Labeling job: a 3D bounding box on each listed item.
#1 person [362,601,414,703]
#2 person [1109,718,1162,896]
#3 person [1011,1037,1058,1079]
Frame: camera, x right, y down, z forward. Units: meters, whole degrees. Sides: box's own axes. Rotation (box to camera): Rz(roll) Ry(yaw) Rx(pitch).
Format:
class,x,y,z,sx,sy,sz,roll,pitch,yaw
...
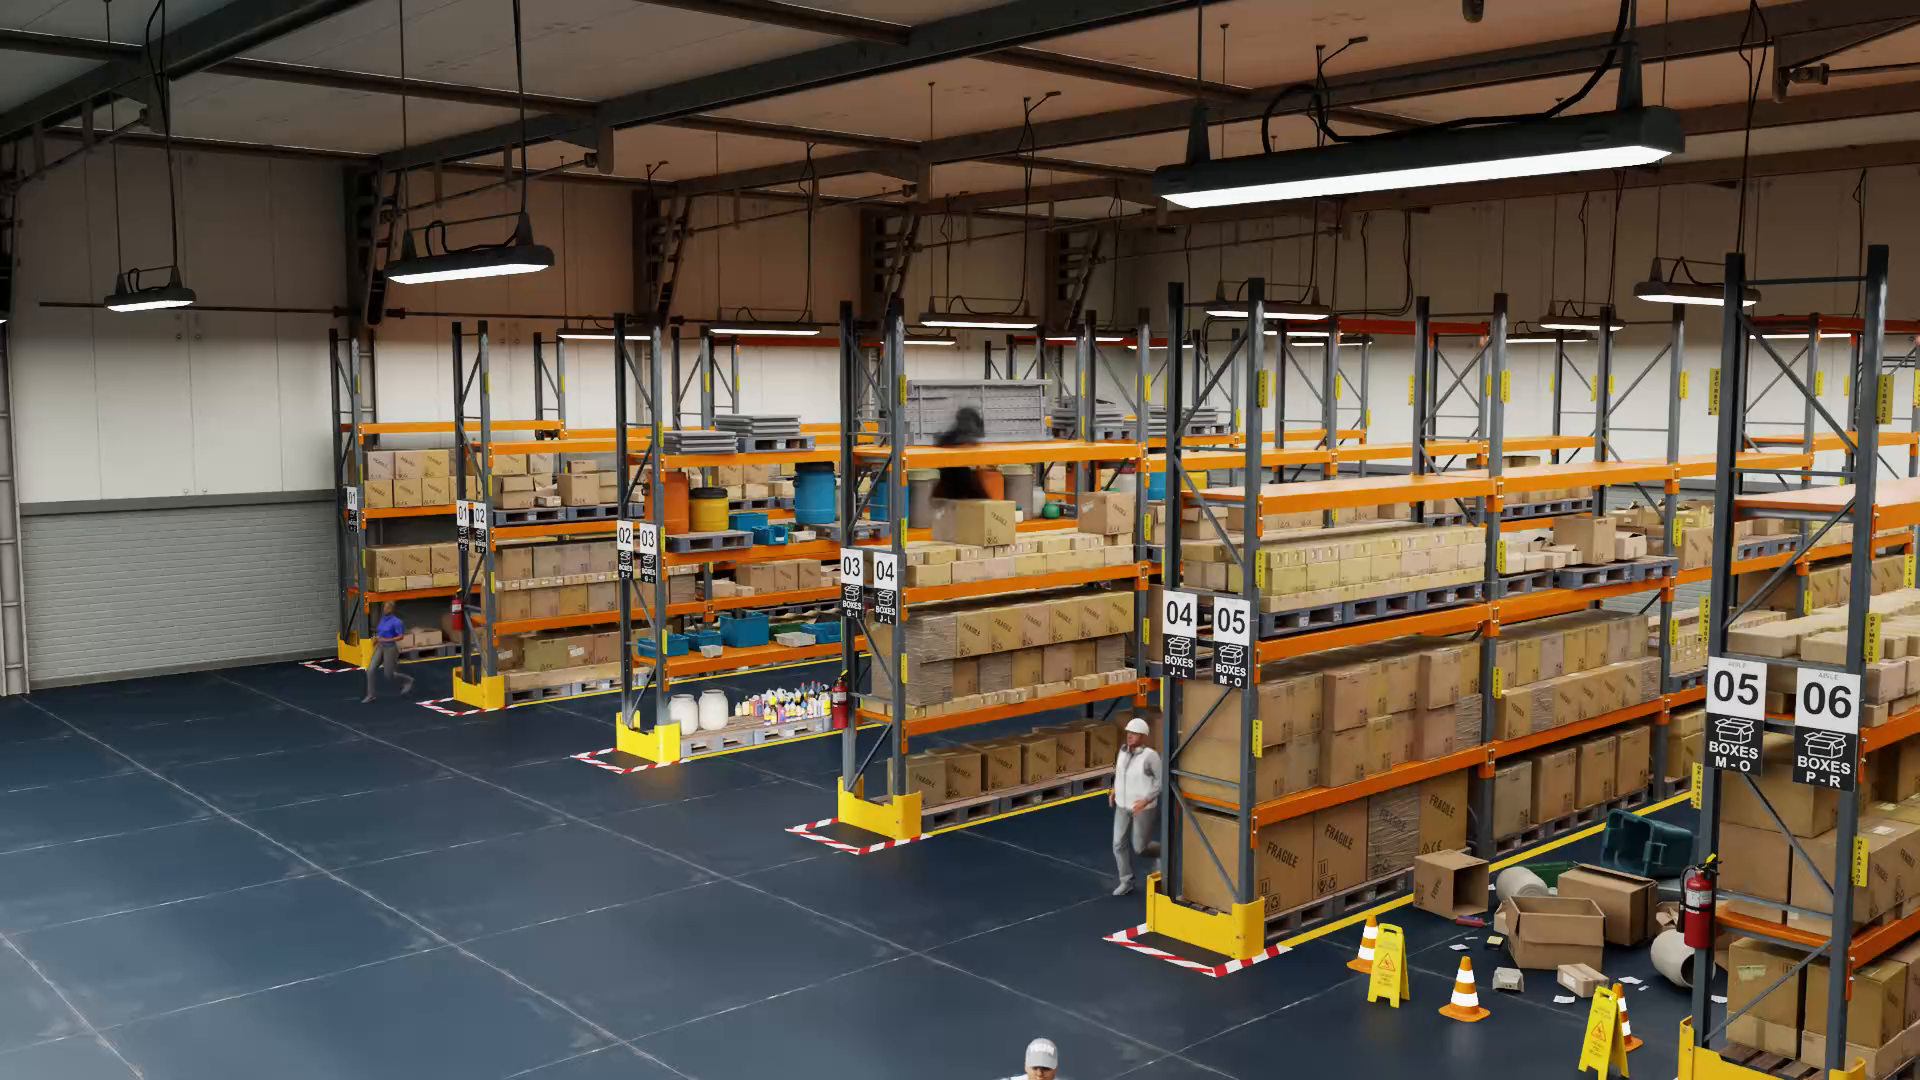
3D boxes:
class,x,y,z,sx,sy,sz,roll,pitch,yaw
person,-9.084,1.774,26.501,0.608,1.625,0.791,3,7,31
person,1.804,2.651,16.729,0.677,1.752,0.767,5,8,43
person,0.408,3.476,8.841,0.587,1.709,0.683,0,6,0
